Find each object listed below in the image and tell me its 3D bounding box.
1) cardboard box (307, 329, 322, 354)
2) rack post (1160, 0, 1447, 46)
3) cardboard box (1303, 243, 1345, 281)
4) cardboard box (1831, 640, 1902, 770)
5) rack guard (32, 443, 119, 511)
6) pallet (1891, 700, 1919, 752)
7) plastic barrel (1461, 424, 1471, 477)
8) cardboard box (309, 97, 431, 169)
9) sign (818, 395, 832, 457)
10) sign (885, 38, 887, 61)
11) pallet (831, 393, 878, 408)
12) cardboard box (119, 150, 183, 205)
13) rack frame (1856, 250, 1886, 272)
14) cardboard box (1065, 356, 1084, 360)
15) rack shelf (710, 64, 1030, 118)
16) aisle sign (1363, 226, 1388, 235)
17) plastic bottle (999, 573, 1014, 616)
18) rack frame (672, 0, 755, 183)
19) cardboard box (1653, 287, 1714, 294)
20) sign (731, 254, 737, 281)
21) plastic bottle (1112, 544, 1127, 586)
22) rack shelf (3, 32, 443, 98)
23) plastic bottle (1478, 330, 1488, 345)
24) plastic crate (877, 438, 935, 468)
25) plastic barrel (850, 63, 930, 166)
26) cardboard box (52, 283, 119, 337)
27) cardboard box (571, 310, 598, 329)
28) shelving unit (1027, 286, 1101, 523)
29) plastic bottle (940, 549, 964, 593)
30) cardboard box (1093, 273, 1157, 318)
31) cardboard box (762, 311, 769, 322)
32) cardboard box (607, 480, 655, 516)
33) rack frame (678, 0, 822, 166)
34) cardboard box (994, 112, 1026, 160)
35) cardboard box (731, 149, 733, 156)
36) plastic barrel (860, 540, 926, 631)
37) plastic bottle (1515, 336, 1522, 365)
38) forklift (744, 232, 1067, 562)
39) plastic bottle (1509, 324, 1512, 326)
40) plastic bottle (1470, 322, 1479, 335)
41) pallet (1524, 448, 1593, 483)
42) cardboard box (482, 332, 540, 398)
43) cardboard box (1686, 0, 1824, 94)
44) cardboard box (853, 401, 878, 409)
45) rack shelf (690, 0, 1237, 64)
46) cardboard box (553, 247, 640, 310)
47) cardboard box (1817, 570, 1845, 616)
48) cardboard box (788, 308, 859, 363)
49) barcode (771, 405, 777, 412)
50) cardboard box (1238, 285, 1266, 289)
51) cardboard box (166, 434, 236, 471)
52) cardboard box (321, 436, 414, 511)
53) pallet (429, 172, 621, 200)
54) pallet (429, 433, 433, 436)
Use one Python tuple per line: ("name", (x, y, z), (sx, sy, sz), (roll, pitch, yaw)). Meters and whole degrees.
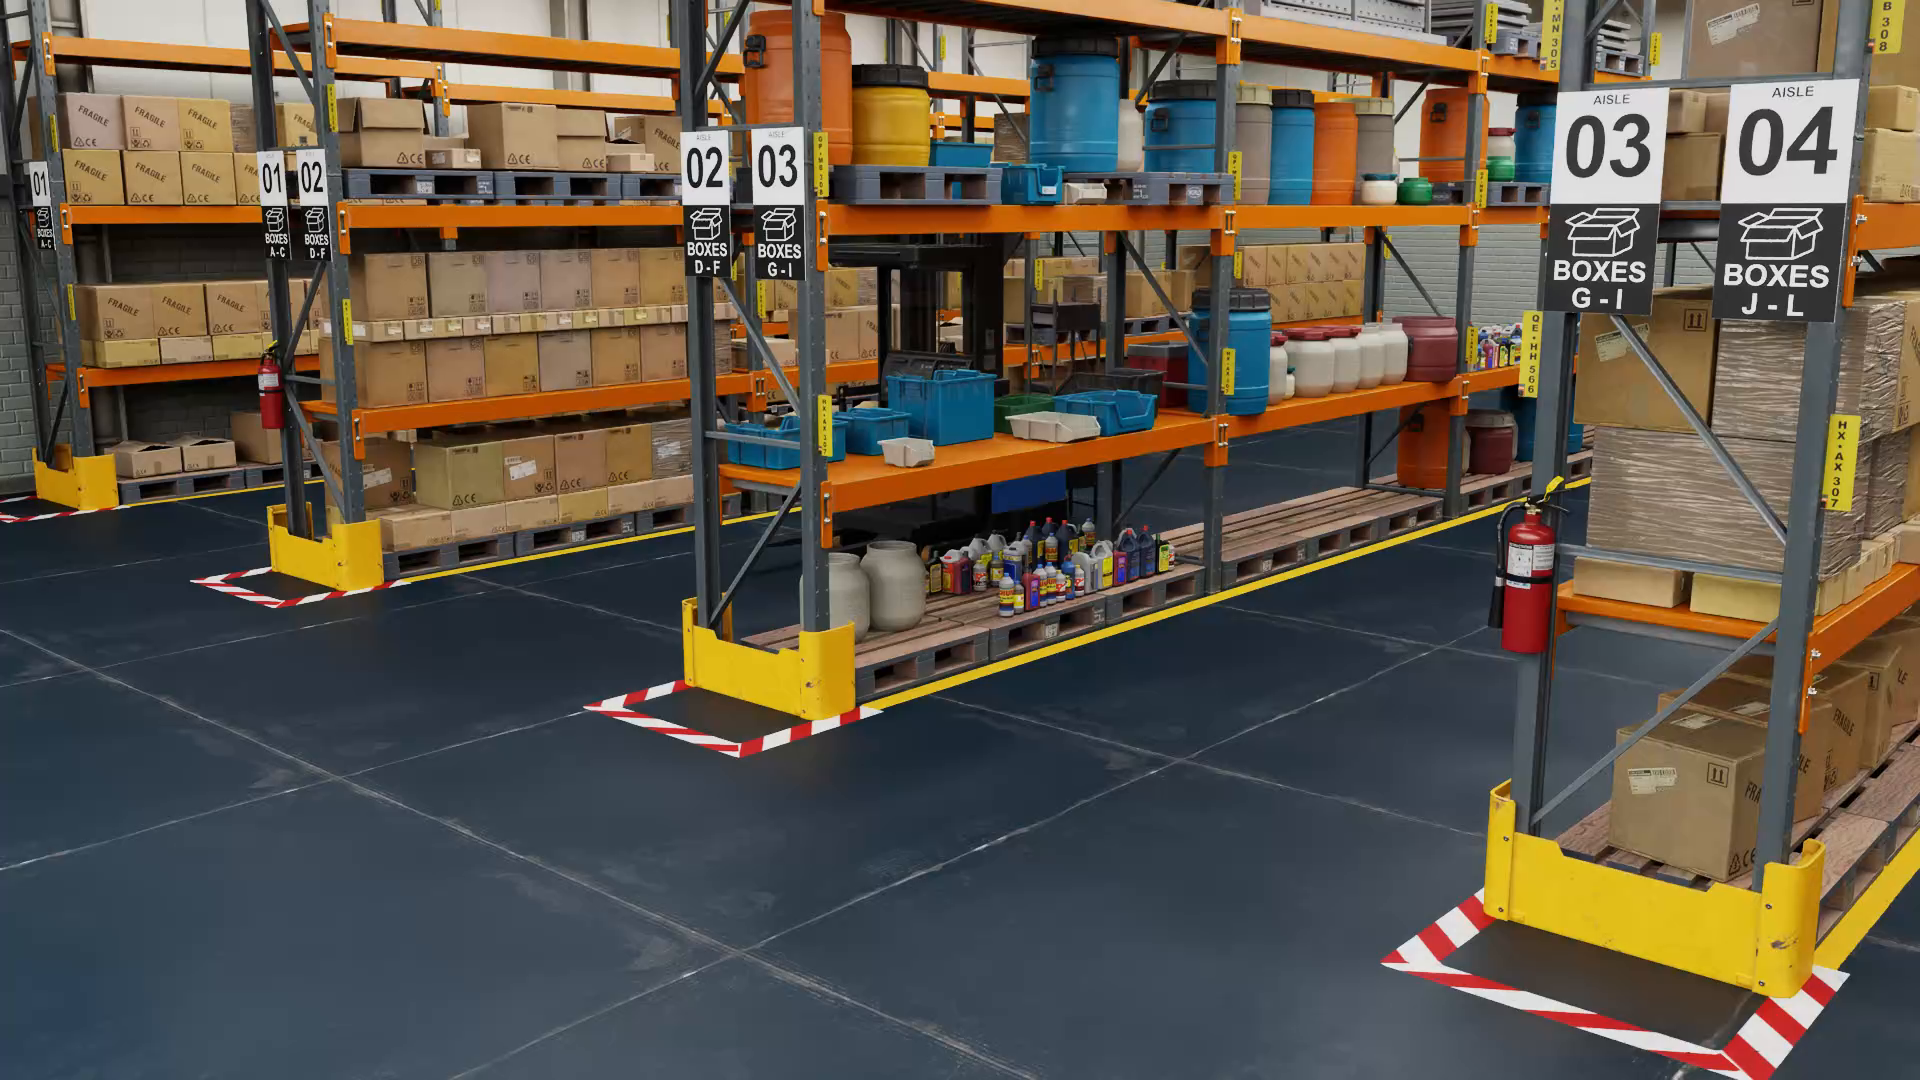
("cardboard box", (-6.675, -2.098, 17.389), (0.500, 0.250, 0.500), (10, 15, 40))
("rack post", (2.742, -4.479, 13.149), (1.013, 1.000, 3.121), (10, 15, 40))
("cardboard box", (4.951, -3.831, 22.928), (0.500, 0.500, 0.500), (10, 15, 42))
("cardboard box", (4.210, 0.763, 8.044), (0.500, 0.500, 0.500), (8, 14, 35))
("rack guard", (-8.525, -0.616, 16.018), (1.175, 0.500, 0.348), (10, 15, 40))
("pallet", (4.811, 0.973, 8.800), (1.003, 0.211, 1.213), (10, 15, 40))
("plastic barrel", (4.763, -0.881, 16.245), (0.421, 0.512, 0.421), (0, 11, 0))
("cardboard box", (-4.469, -3.071, 12.575), (0.637, 0.503, 0.797), (-11, 16, -44))
("sign", (-0.723, -0.613, 8.918), (0.100, 0.325, 0.005), (10, 15, 40))
("sign", (-1.055, -7.149, 24.239), (0.100, 0.325, 0.005), (10, 15, 40))
("pallet", (-1.912, -1.925, 23.310), (1.003, 0.211, 1.213), (10, 15, 40))
("cardboard box", (-7.785, -3.451, 15.868), (0.500, 0.500, 0.500), (-11, 16, -44))
("rack frame", (5.228, -0.498, 9.044), (1.000, 3.000, 0.127), (10, 15, 40))
("cardboard box", (1.600, -3.049, 27.126), (0.700, 0.500, 0.500), (10, 15, 40))
("rack shelf", (-0.891, -4.466, 16.455), (1.077, 0.370, 4.000), (10, 15, 40))
("aisle sign", (5.985, -4.790, 23.896), (0.394, 0.787, 0.004), (10, 15, 40))
("plastic bottle", (0.298, 0.346, 10.662), (0.097, 0.271, 0.097), (0, 11, 0))
("rack frame", (-2.211, -4.721, 14.872), (1.000, 3.000, 0.127), (10, 15, 40))
("cardboard box", (3.090, -0.782, 6.898), (0.500, 0.500, 0.500), (10, 15, 40))
("sign", (-2.881, -3.468, 21.160), (0.100, 0.325, 0.005), (10, 15, 40))
("plastic bottle", (1.095, 0.168, 11.524), (0.133, 0.283, 0.061), (-11, 16, -44))
("rack shelf", (-7.255, -4.712, 16.673), (1.077, 0.370, 4.000), (10, 15, 40))
("plastic bottle", (5.315, -2.002, 16.904), (0.097, 0.271, 0.097), (0, 11, 0))
("plastic crate", (-0.301, -0.510, 9.781), (0.298, 0.136, 0.250), (10, 15, 40))
("plastic barrel", (-0.476, -2.503, 9.873), (0.600, 0.588, 0.600), (0, 11, 0))
("cardboard box", (-8.424, -2.231, 16.141), (0.500, 0.500, 0.500), (10, 15, 40))
("cardboard box", (-3.242, -1.852, 13.915), (0.380, 0.149, 0.250), (10, 15, 42))
("shelving unit", (0.919, -1.187, 14.794), (0.503, 2.100, 0.431), (-8, 14, -33))
("plastic bottle", (-0.063, 0.210, 11.332), (0.152, 0.276, 0.135), (10, 15, 41))
("cardboard box", (1.950, -2.943, 19.960), (0.700, 0.500, 0.500), (6, 13, 26))
("cardboard box", (-2.730, -2.948, 21.905), (0.380, 0.149, 0.250), (10, 15, 41))
("cardboard box", (-3.010, -0.392, 14.465), (0.500, 0.250, 0.500), (10, 15, 40))
("rack frame", (-1.133, -3.491, 8.716), (1.000, 3.000, 0.127), (10, 15, 40))
("cardboard box", (0.722, -4.441, 18.322), (0.500, 0.500, 0.500), (10, 15, 40))
("cardboard box", (-3.023, -4.821, 21.651), (0.700, 0.500, 0.500), (8, 14, 36))
("plastic barrel", (-0.425, 0.284, 10.410), (0.421, 0.512, 0.421), (0, 11, 0))
("plastic bottle", (5.383, -1.835, 16.067), (0.097, 0.271, 0.097), (0, 11, 0))
("forklift", (-0.416, -1.345, 13.460), (1.130, 2.935, 3.031), (10, 15, 40))
("plastic bottle", (5.858, -2.166, 17.724), (0.097, 0.271, 0.097), (0, 11, 0))
("plastic bottle", (5.195, -2.050, 16.942), (0.144, 0.351, 0.185), (10, 15, 40))
("pallet", (6.247, -0.839, 17.875), (1.003, 0.211, 1.213), (10, 15, 40))
("cardboard box", (-3.859, -1.457, 13.591), (0.700, 0.500, 0.500), (10, 15, 41))
("cardboard box", (3.420, -2.081, 7.022), (0.500, 0.500, 0.500), (10, 15, 40))
("cardboard box", (-0.816, -1.308, 17.617), (0.500, 0.311, 0.500), (9, 15, 39))
("rack shelf", (0.187, -3.237, 10.299), (1.077, 0.370, 4.000), (10, 15, 40))
("cardboard box", (-3.163, -2.250, 14.250), (0.700, 0.500, 0.500), (10, 15, 40))
("cardboard box", (3.134, 0.169, 6.350), (0.380, 0.149, 0.250), (10, 15, 40))
("cardboard box", (-1.344, -2.016, 16.393), (0.500, 0.500, 0.500), (-11, 16, -43))
("barcode", (-1.730, -1.223, 15.486), (0.001, 0.075, 0.075), (10, 15, 40))
("cardboard box", (3.611, -3.045, 21.542), (0.500, 0.500, 0.500), (10, 15, 42))
("cardboard box", (-7.675, -0.902, 16.809), (0.500, 0.311, 0.500), (-11, 15, -43))
("cardboard box", (-4.721, -0.533, 13.255), (0.500, 0.500, 0.500), (10, 15, 40))
("pallet", (-3.560, -2.899, 13.635), (1.003, 0.211, 1.213), (10, 15, 40))
("pallet", (-5.422, -1.166, 19.511), (1.003, 0.211, 1.213), (10, 15, 40))
